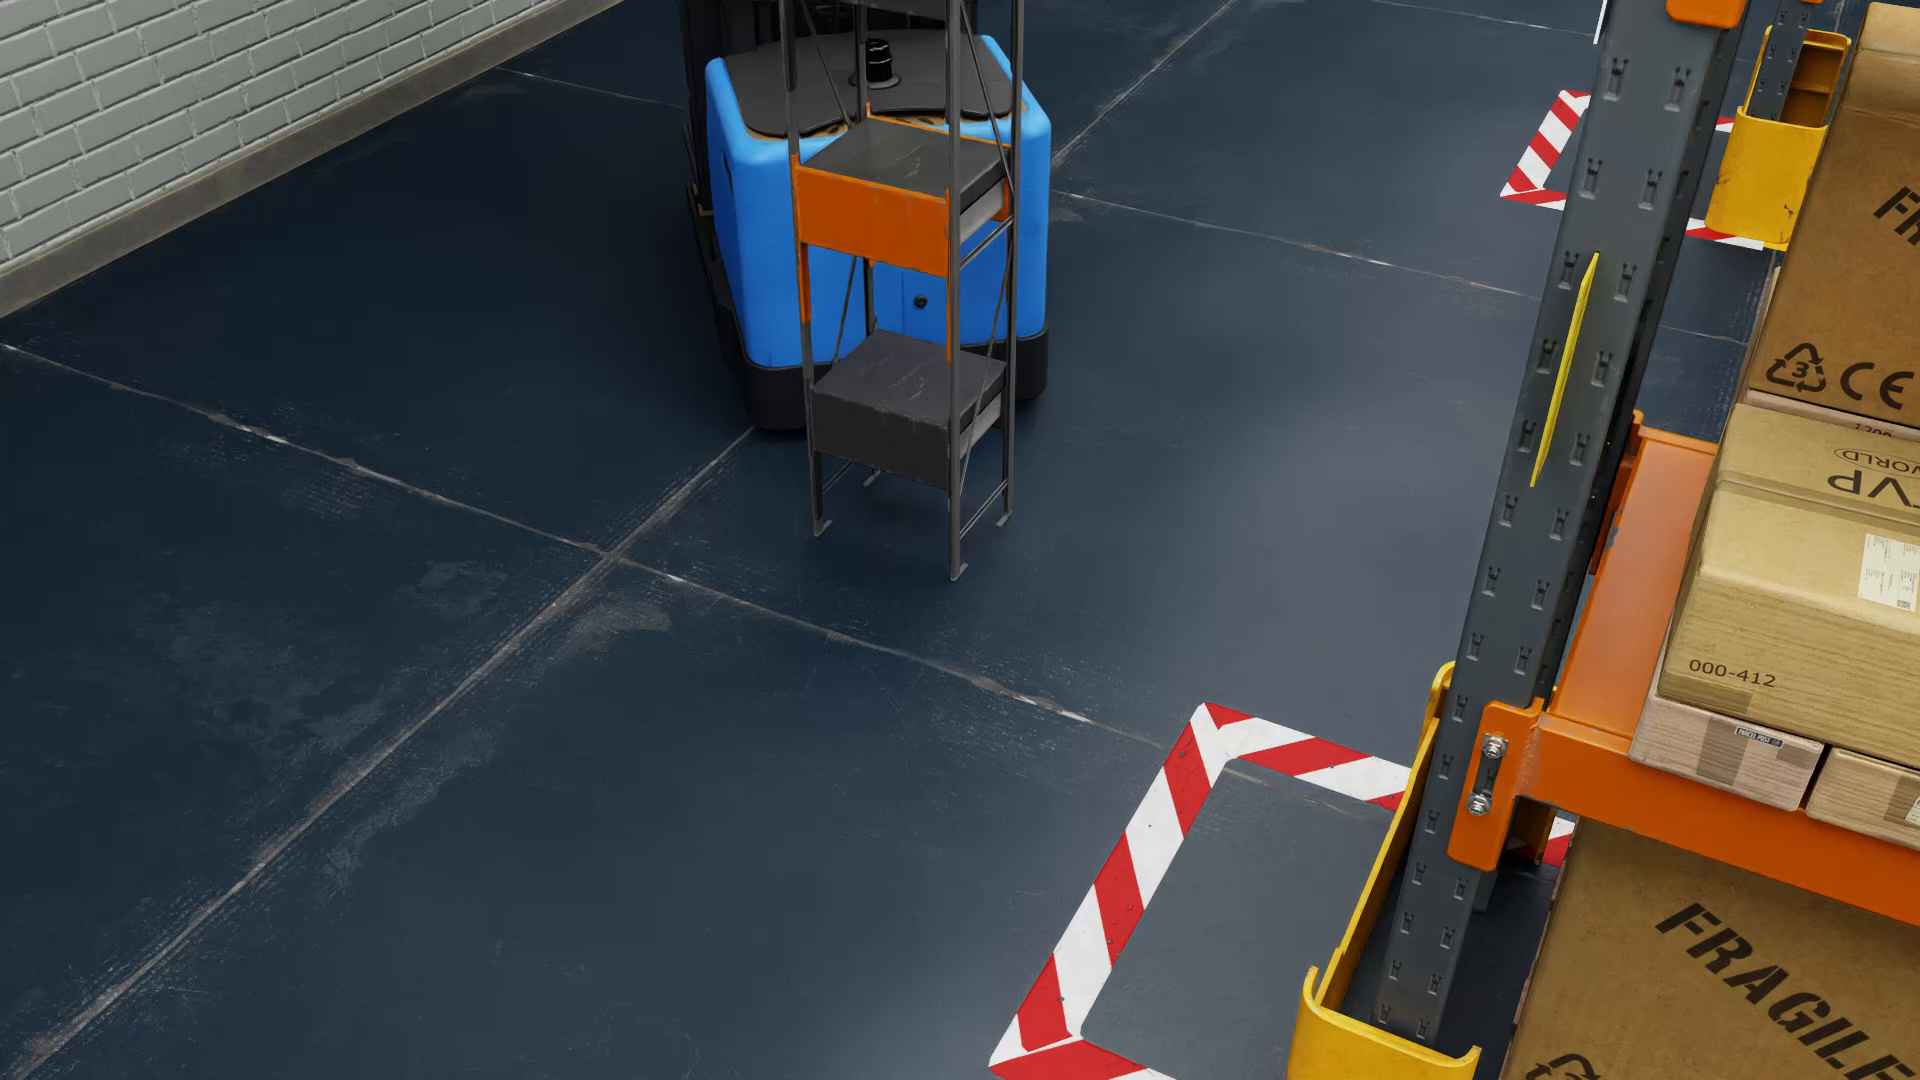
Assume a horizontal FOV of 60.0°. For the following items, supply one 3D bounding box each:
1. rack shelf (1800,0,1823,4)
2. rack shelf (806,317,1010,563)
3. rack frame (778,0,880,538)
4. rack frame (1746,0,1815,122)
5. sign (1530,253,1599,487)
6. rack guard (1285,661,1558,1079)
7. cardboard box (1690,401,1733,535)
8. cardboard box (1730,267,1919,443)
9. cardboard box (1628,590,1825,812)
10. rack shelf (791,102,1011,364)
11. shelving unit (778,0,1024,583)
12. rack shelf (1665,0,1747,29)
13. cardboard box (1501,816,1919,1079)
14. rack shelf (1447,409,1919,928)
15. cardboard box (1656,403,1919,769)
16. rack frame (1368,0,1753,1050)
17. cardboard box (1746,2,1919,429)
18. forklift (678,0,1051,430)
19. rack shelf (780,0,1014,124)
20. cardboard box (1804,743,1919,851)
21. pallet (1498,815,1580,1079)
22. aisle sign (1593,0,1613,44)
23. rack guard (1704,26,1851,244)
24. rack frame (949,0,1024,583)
[{"bbox_3d":[5.238,-1.941,5.922,4.000,0.370,1.077,17,41,21],"label":"rack shelf"},{"bbox_3d":[-0.147,-0.314,5.107,0.480,0.518,0.431,17,41,21],"label":"rack shelf"},{"bbox_3d":[-0.364,-0.950,4.765,0.015,2.100,0.400,17,41,21],"label":"rack frame"},{"bbox_3d":[3.462,-2.784,6.437,0.127,3.000,1.000,17,41,21],"label":"rack frame"},{"bbox_3d":[0.831,-0.229,2.290,0.005,0.325,0.100,17,41,21],"label":"sign"},{"bbox_3d":[1.070,0.840,3.730,0.348,0.500,1.175,17,41,21],"label":"rack guard"},{"bbox_3d":[1.559,-0.127,3.144,0.250,0.149,0.380,18,41,22],"label":"cardboard box"},{"bbox_3d":[1.644,-0.216,2.931,0.500,0.250,0.500,17,40,21],"label":"cardboard box"},{"bbox_3d":[1.255,0.227,2.678,0.250,0.149,0.380,18,41,22],"label":"cardboard box"},{"bbox_3d":[-0.147,-0.872,4.684,0.480,0.518,0.431,17,41,21],"label":"rack shelf"},{"bbox_3d":[-0.147,-0.882,4.676,0.503,2.100,0.431,17,41,21],"label":"shelving unit"},{"bbox_3d":[2.868,-0.501,1.544,4.000,0.370,1.077,17,41,21],"label":"rack shelf"},{"bbox_3d":[1.697,0.665,3.303,0.875,0.875,0.875,17,41,21],"label":"cardboard box"},{"bbox_3d":[2.868,0.693,2.451,4.000,0.370,1.077,17,41,21],"label":"rack shelf"},{"bbox_3d":[1.394,0.070,2.554,0.500,0.250,0.500,16,40,20],"label":"cardboard box"},{"bbox_3d":[1.092,-0.149,2.966,0.127,3.000,1.000,17,41,21],"label":"rack frame"},{"bbox_3d":[1.645,-0.512,2.702,0.500,0.500,0.500,18,41,22],"label":"cardboard box"},{"bbox_3d":[-0.532,-2.430,6.028,1.130,2.935,3.031,-8,38,-11],"label":"forklift"},{"bbox_3d":[-0.147,-1.429,4.261,0.480,0.518,0.431,17,41,21],"label":"rack shelf"},{"bbox_3d":[1.484,0.297,2.585,0.250,0.149,0.380,17,40,21],"label":"cardboard box"},{"bbox_3d":[1.838,1.142,3.571,1.213,0.211,1.003,17,41,21],"label":"pallet"},{"bbox_3d":[0.890,-1.044,1.994,0.004,0.787,0.394,17,41,21],"label":"aisle sign"},{"bbox_3d":[3.530,-1.767,7.165,0.348,0.500,1.175,17,41,21],"label":"rack guard"},{"bbox_3d":[0.070,-0.815,4.586,0.015,2.100,0.400,17,41,21],"label":"rack frame"}]
